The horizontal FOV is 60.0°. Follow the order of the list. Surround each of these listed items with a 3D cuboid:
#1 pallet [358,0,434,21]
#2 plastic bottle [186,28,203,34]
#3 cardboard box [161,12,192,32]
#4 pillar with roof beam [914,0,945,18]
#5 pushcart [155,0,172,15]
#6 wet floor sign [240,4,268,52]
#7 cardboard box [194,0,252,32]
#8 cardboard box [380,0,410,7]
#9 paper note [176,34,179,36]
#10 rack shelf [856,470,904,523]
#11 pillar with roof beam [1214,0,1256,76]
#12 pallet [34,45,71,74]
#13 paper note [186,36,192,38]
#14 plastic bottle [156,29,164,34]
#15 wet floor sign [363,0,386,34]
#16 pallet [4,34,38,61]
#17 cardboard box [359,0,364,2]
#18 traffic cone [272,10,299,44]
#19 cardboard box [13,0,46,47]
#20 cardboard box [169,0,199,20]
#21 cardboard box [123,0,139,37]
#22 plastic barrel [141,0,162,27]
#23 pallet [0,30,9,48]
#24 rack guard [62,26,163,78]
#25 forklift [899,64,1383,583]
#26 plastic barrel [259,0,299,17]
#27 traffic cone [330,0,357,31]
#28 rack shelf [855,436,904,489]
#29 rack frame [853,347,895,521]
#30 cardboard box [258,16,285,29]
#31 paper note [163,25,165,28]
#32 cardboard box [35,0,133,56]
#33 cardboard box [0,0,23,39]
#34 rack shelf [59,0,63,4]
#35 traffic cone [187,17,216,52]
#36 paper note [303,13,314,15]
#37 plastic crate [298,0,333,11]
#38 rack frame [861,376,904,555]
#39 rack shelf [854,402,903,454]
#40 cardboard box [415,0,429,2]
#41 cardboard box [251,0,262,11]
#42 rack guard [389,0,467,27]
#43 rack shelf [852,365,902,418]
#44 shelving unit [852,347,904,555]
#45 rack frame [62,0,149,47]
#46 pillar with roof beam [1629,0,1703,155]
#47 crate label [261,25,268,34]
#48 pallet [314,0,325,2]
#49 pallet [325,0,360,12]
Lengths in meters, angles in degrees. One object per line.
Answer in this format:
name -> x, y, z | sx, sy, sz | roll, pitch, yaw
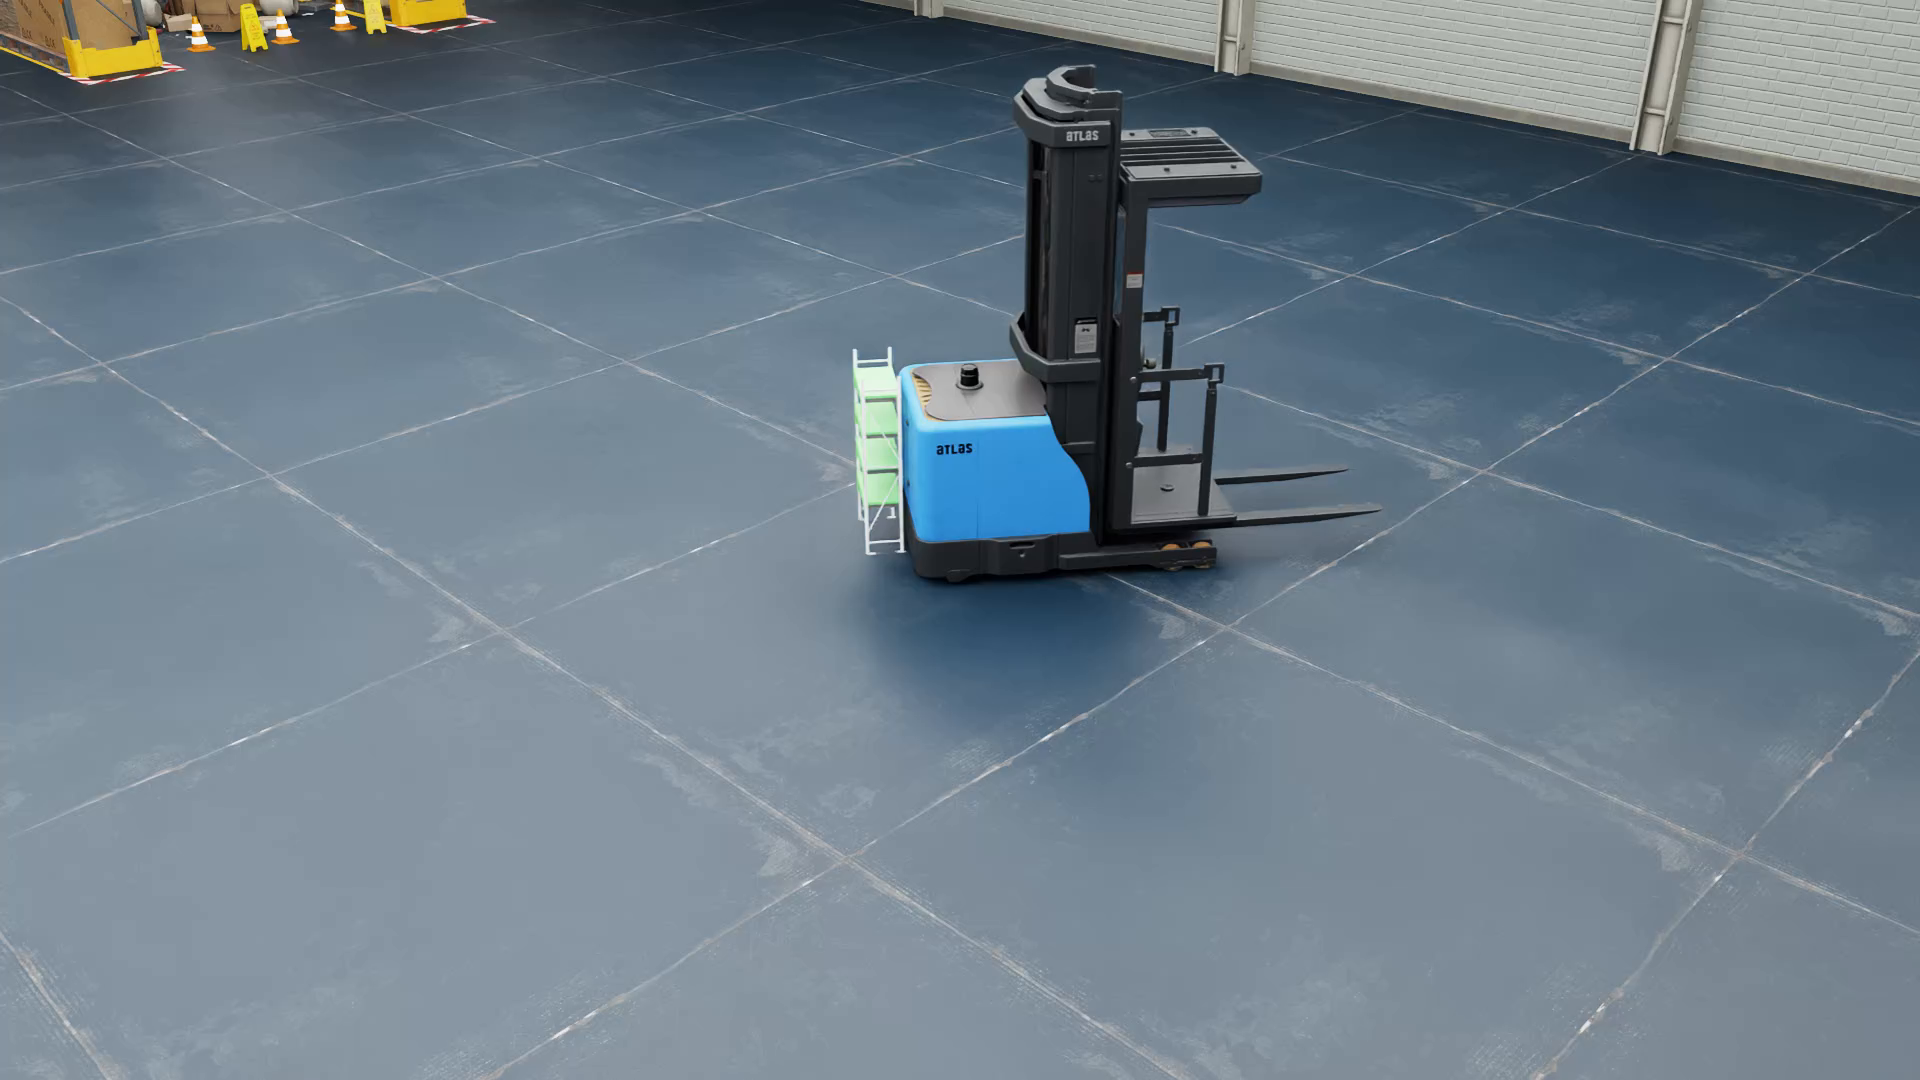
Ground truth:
pallet -> -8.993, -8.647, 26.961 | 1.213, 0.211, 1.003 | 25, 36, 38
plastic bottle -> -11.786, -7.819, 25.548 | 0.283, 0.061, 0.133 | 12, 30, 22
cardboard box -> -12.118, -8.049, 25.765 | 0.396, 0.266, 0.258 | -18, 33, -31
pillar with roof beam -> -3.512, -11.023, 22.037 | 0.400, 9.000, 9.100 | 25, 36, 38
pushcart -> -12.800, -8.951, 27.360 | 0.936, 0.377, 1.648 | 12, 30, 22
wet floor sign -> -10.374, -7.509, 24.331 | 0.232, 0.644, 0.267 | 18, 33, 30
cardboard box -> -11.412, -8.207, 25.811 | 0.637, 0.503, 0.797 | 2, 28, 4
cardboard box -> -9.167, -8.730, 26.627 | 0.500, 0.250, 0.500 | 24, 36, 38
paper note -> -11.960, -7.719, 25.412 | 0.032, 0.001, 0.123 | -7, 29, -14
rack shelf -> -0.515, -0.289, 10.657 | 0.258, 0.148, 0.480 | -4, 28, -8
pillar with roof beam -> 0.767, -9.065, 18.314 | 0.400, 9.000, 9.100 | 25, 36, 38
pallet -> -12.408, -6.904, 23.647 | 1.213, 0.211, 1.003 | 25, 36, 38
paper note -> -11.681, -7.650, 25.261 | 0.144, 0.017, 0.142 | -13, 30, -22
plastic bottle -> -12.354, -7.793, 25.498 | 0.133, 0.061, 0.283 | 12, 30, 22
wet floor sign -> -8.999, -8.120, 25.493 | 0.267, 0.644, 0.232 | -13, 30, -22
pallet -> -13.274, -7.302, 24.404 | 1.213, 0.211, 1.003 | 25, 36, 38
cardboard box -> -9.513, -8.894, 26.938 | 0.500, 0.250, 0.500 | 25, 37, 39
traffic cone -> -10.131, -7.689, 24.869 | 0.334, 0.463, 0.336 | 25, 36, 38
cardboard box -> -12.942, -7.635, 23.872 | 0.875, 0.875, 0.875 | 24, 36, 38
cardboard box -> -12.085, -8.570, 26.355 | 0.503, 0.637, 0.797 | 25, 36, 38
cardboard box -> -12.809, -7.937, 25.299 | 0.500, 0.500, 0.500 | -18, 33, -31
plastic barrel -> -12.751, -8.207, 25.897 | 0.512, 0.421, 0.421 | -3, 28, -5
pallet -> -14.148, -7.700, 25.161 | 1.213, 0.211, 1.003 | 25, 36, 38
rack guard -> -11.766, -6.789, 23.118 | 0.348, 0.500, 1.175 | 25, 36, 38
forklift -> 1.161, -1.343, 10.148 | 3.031, 2.935, 1.130 | -4, 28, -8
plastic barrel -> -10.919, -8.610, 26.664 | 0.512, 0.421, 0.421 | -3, 28, -5
traffic cone -> -9.596, -8.169, 25.781 | 0.334, 0.463, 0.336 | 25, 36, 38
rack shelf -> -0.515, -0.502, 10.546 | 0.258, 0.148, 0.480 | -4, 28, -8
rack frame -> -0.552, -0.671, 10.729 | 0.240, 1.200, 0.015 | -4, 28, -8
cardboard box -> -10.735, -8.074, 25.939 | 0.380, 0.149, 0.250 | -7, 29, -14
paper note -> -12.384, -8.055, 26.038 | 0.172, 0.023, 0.155 | -13, 30, -22
cardboard box -> -12.313, -7.348, 23.327 | 0.875, 0.875, 0.875 | 25, 37, 39
cardboard box -> -13.590, -7.933, 24.439 | 0.875, 0.875, 0.875 | 25, 37, 39
rack shelf -> -13.209, -8.238, 23.960 | 4.000, 0.370, 1.077 | 25, 36, 38
traffic cone -> -11.166, -7.425, 24.367 | 0.334, 0.463, 0.336 | 25, 36, 38
paper note -> -10.543, -8.512, 26.898 | 0.148, 0.019, 0.142 | 12, 30, 22
plastic crate -> -10.692, -8.808, 27.408 | 0.583, 0.080, 0.402 | 12, 30, 22
rack frame -> -0.478, -0.446, 10.302 | 0.240, 1.200, 0.015 | -4, 28, -8
rack shelf -> -0.515, -0.714, 10.434 | 0.258, 0.148, 0.480 | -4, 28, -8
cardboard box -> -8.766, -8.903, 26.955 | 0.500, 0.250, 0.500 | 24, 36, 38
cardboard box -> -11.427, -8.978, 27.278 | 0.500, 0.500, 0.500 | -3, 28, -5
rack guard -> -8.439, -8.498, 26.367 | 0.348, 0.500, 1.175 | 25, 36, 38
rack shelf -> -0.515, -0.927, 10.322 | 0.258, 0.148, 0.480 | -4, 28, -8
shelving unit -> -0.515, -0.558, 10.516 | 0.258, 1.200, 0.503 | -4, 28, -8
rack frame -> -11.783, -7.903, 22.551 | 0.127, 3.000, 1.000 | 25, 36, 38
pillar with roof beam -> 5.045, -7.107, 14.591 | 0.400, 9.000, 9.100 | 25, 36, 38
crate label -> -10.735, -7.781, 25.394 | 0.298, 0.136, 0.250 | 7, 29, 13
pallet -> -10.733, -9.443, 28.475 | 1.213, 0.211, 1.003 | 25, 36, 38
pallet -> -9.859, -9.045, 27.717 | 1.213, 0.211, 1.003 | 25, 36, 38
